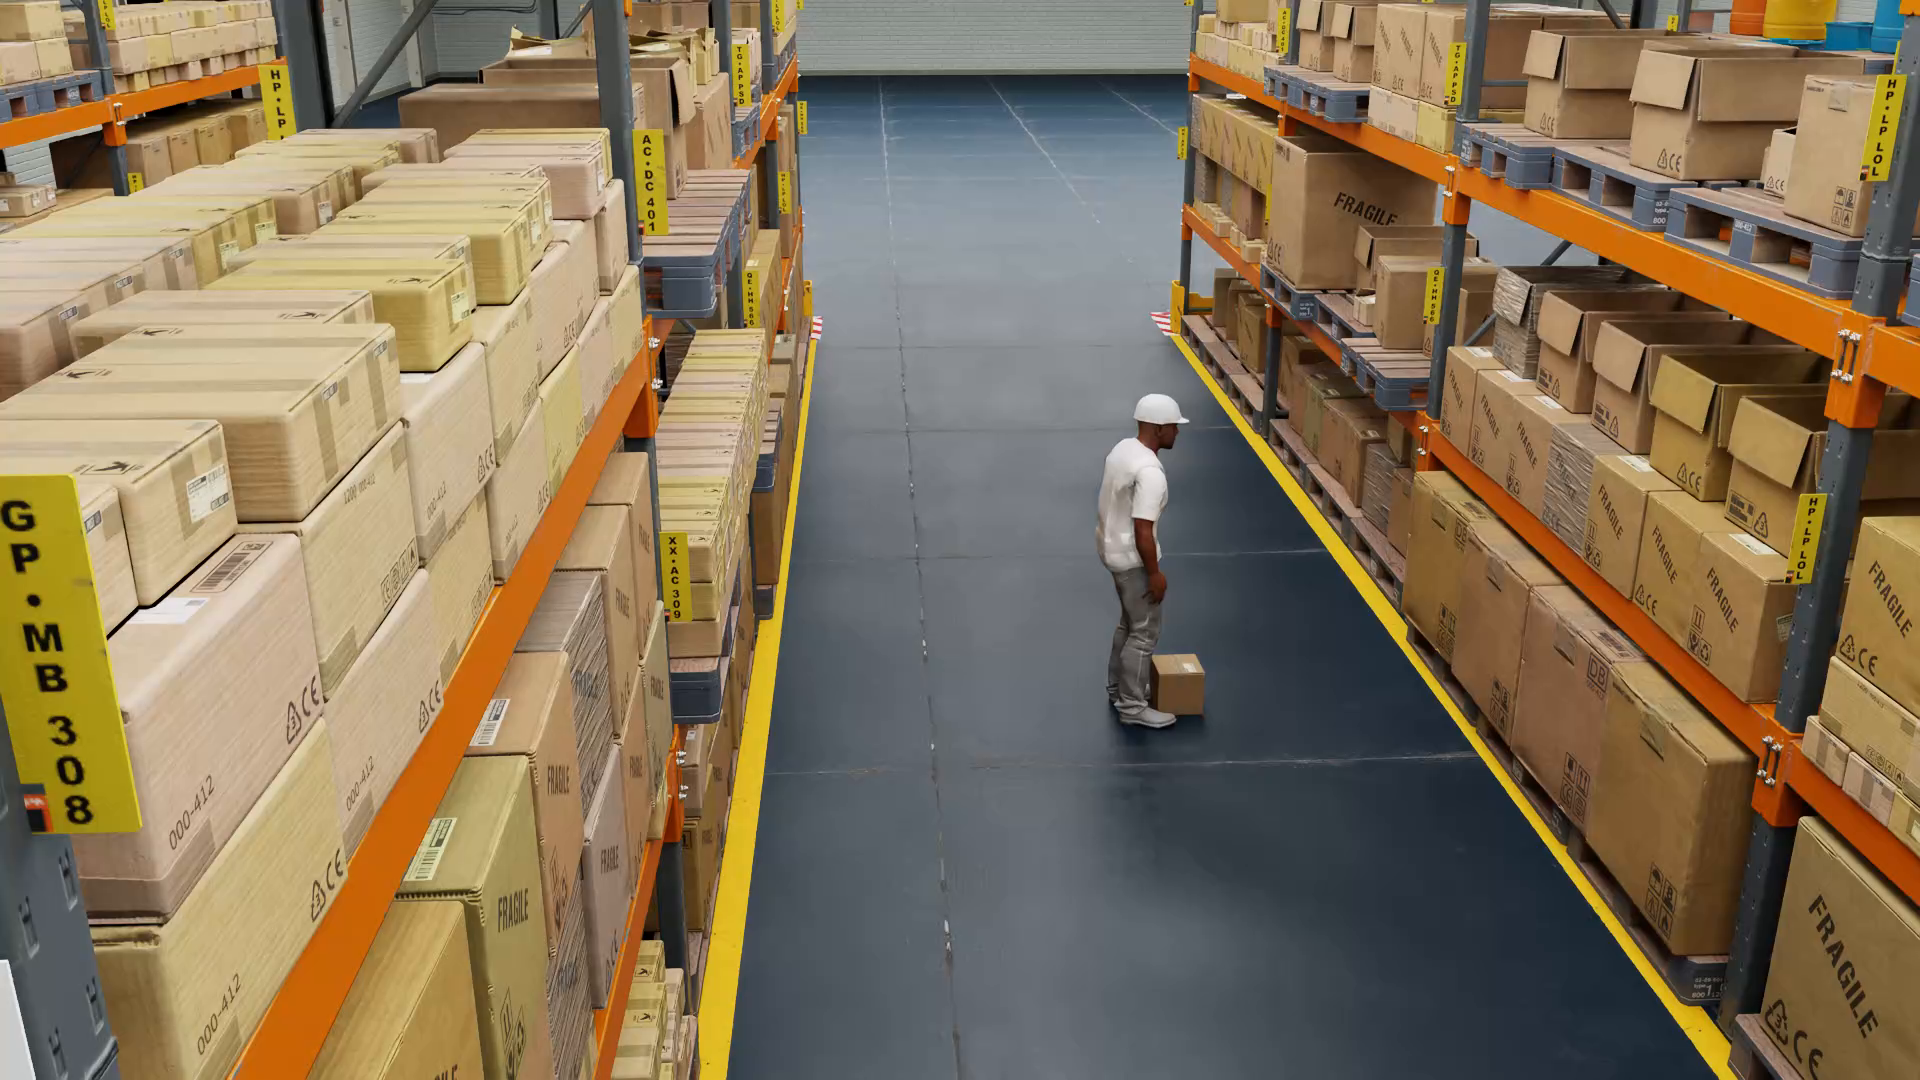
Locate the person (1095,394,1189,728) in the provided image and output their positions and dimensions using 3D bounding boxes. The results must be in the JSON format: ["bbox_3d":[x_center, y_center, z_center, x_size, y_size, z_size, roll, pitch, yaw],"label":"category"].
[{"bbox_3d":[0.958,0.089,8.812,0.462,1.759,0.633,-2,20,-6],"label":"person"}]
